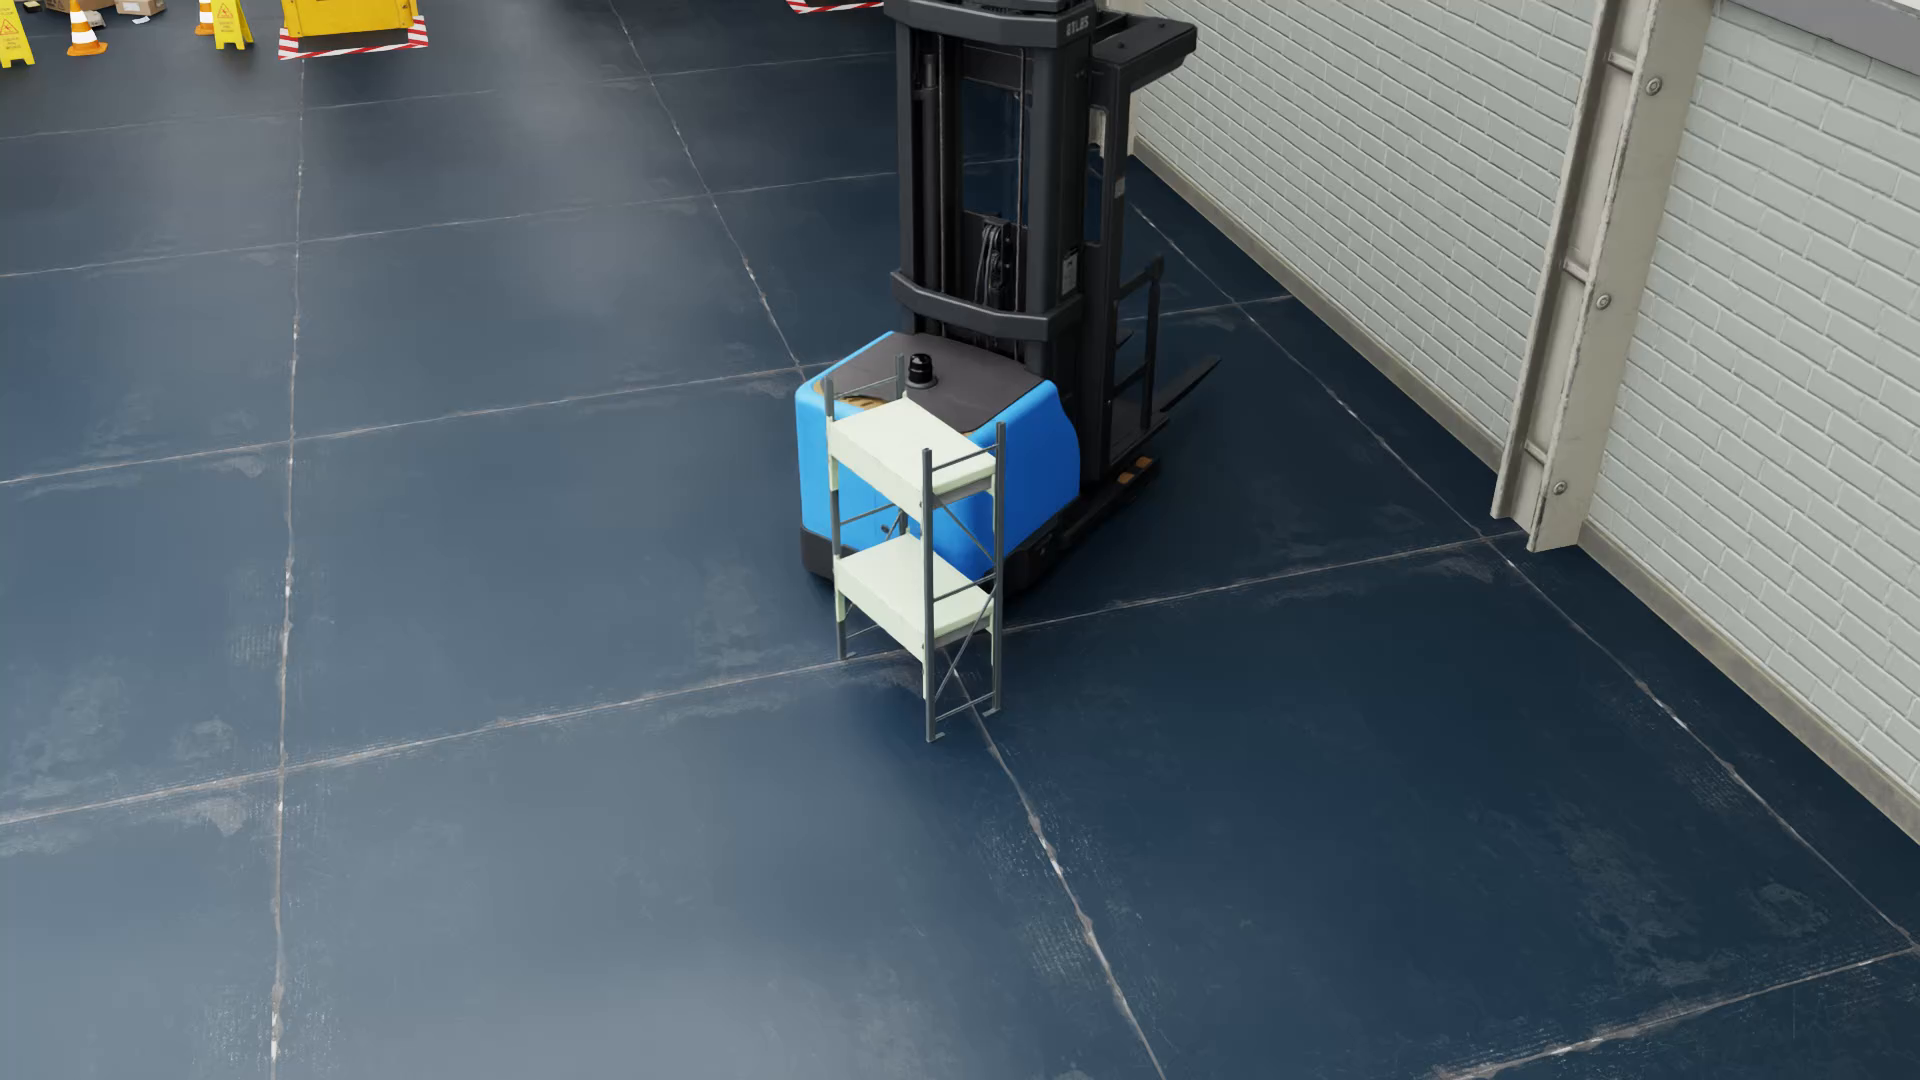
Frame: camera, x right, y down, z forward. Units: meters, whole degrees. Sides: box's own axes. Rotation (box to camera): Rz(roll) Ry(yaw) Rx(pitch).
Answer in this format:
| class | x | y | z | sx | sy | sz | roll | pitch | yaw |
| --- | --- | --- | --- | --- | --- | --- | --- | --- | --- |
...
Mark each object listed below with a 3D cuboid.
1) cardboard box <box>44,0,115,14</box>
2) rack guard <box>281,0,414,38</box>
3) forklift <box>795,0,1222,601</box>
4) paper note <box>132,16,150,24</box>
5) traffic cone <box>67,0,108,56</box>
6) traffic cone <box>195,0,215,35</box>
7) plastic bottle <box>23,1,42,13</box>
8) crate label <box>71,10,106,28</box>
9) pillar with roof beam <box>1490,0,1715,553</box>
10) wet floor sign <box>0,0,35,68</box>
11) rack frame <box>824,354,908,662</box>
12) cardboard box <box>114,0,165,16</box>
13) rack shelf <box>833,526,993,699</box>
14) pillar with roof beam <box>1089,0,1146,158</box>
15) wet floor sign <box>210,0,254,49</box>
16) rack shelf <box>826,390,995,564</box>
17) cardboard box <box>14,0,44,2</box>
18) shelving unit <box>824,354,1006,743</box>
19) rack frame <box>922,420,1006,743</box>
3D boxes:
| class | x | y | z | sx | sy | sz | roll | pitch | yaw |
| --- | --- | --- | --- | --- | --- | --- | --- | --- | --- |
| cardboard box | -8.918 | -5.717 | 16.945 | 0.637 | 0.503 | 0.797 | 19 | 38 | 26 |
| rack guard | -5.995 | -5.259 | 16.255 | 1.175 | 0.500 | 0.348 | -10 | 35 | -15 |
| forklift | 0.447 | -1.563 | 8.457 | 1.130 | 2.935 | 3.031 | 21 | 39 | 28 |
| paper note | -8.155 | -5.185 | 16.569 | 0.148 | 0.019 | 0.142 | -23 | 40 | -31 |
| traffic cone | -8.285 | -4.847 | 15.666 | 0.336 | 0.463 | 0.334 | -10 | 35 | -15 |
| traffic cone | -7.331 | -5.212 | 16.218 | 0.336 | 0.463 | 0.334 | -10 | 35 | -15 |
| plastic bottle | -9.441 | -5.426 | 16.907 | 0.133 | 0.061 | 0.283 | -23 | 40 | -31 |
| crate label | -8.583 | -5.114 | 16.364 | 0.298 | 0.136 | 0.250 | 27 | 42 | 34 |
| pillar with roof beam | -1.039 | -3.094 | 5.270 | 9.100 | 9.000 | 0.400 | -10 | 35 | -15 |
| wet floor sign | -8.760 | -4.712 | 15.295 | 0.267 | 0.644 | 0.232 | -16 | 37 | -23 |
| rack frame | -0.412 | -0.119 | 7.569 | 0.400 | 1.500 | 0.023 | -22 | 39 | -29 |
| cardboard box | -8.295 | -5.421 | 16.818 | 0.380 | 0.149 | 0.250 | 7 | 34 | 10 |
| rack shelf | -0.197 | 0.316 | 7.502 | 0.431 | 0.370 | 0.720 | -22 | 39 | -29 |
| pillar with roof beam | -2.869 | -6.244 | 10.038 | 9.100 | 9.000 | 0.400 | -10 | 35 | -15 |
| wet floor sign | -6.933 | -5.000 | 15.731 | 0.267 | 0.644 | 0.232 | 1 | 33 | 2 |
| rack shelf | -0.197 | -0.281 | 7.107 | 0.431 | 0.370 | 0.720 | -22 | 39 | -29 |
| cardboard box | -9.597 | -5.743 | 17.200 | 0.396 | 0.266 | 0.258 | -4 | 34 | -6 |
| shelving unit | -0.197 | 0.044 | 7.322 | 0.431 | 1.500 | 0.755 | -22 | 39 | -29 |
| rack frame | 0.018 | 0.208 | 7.075 | 0.400 | 1.500 | 0.023 | -22 | 39 | -29 |
